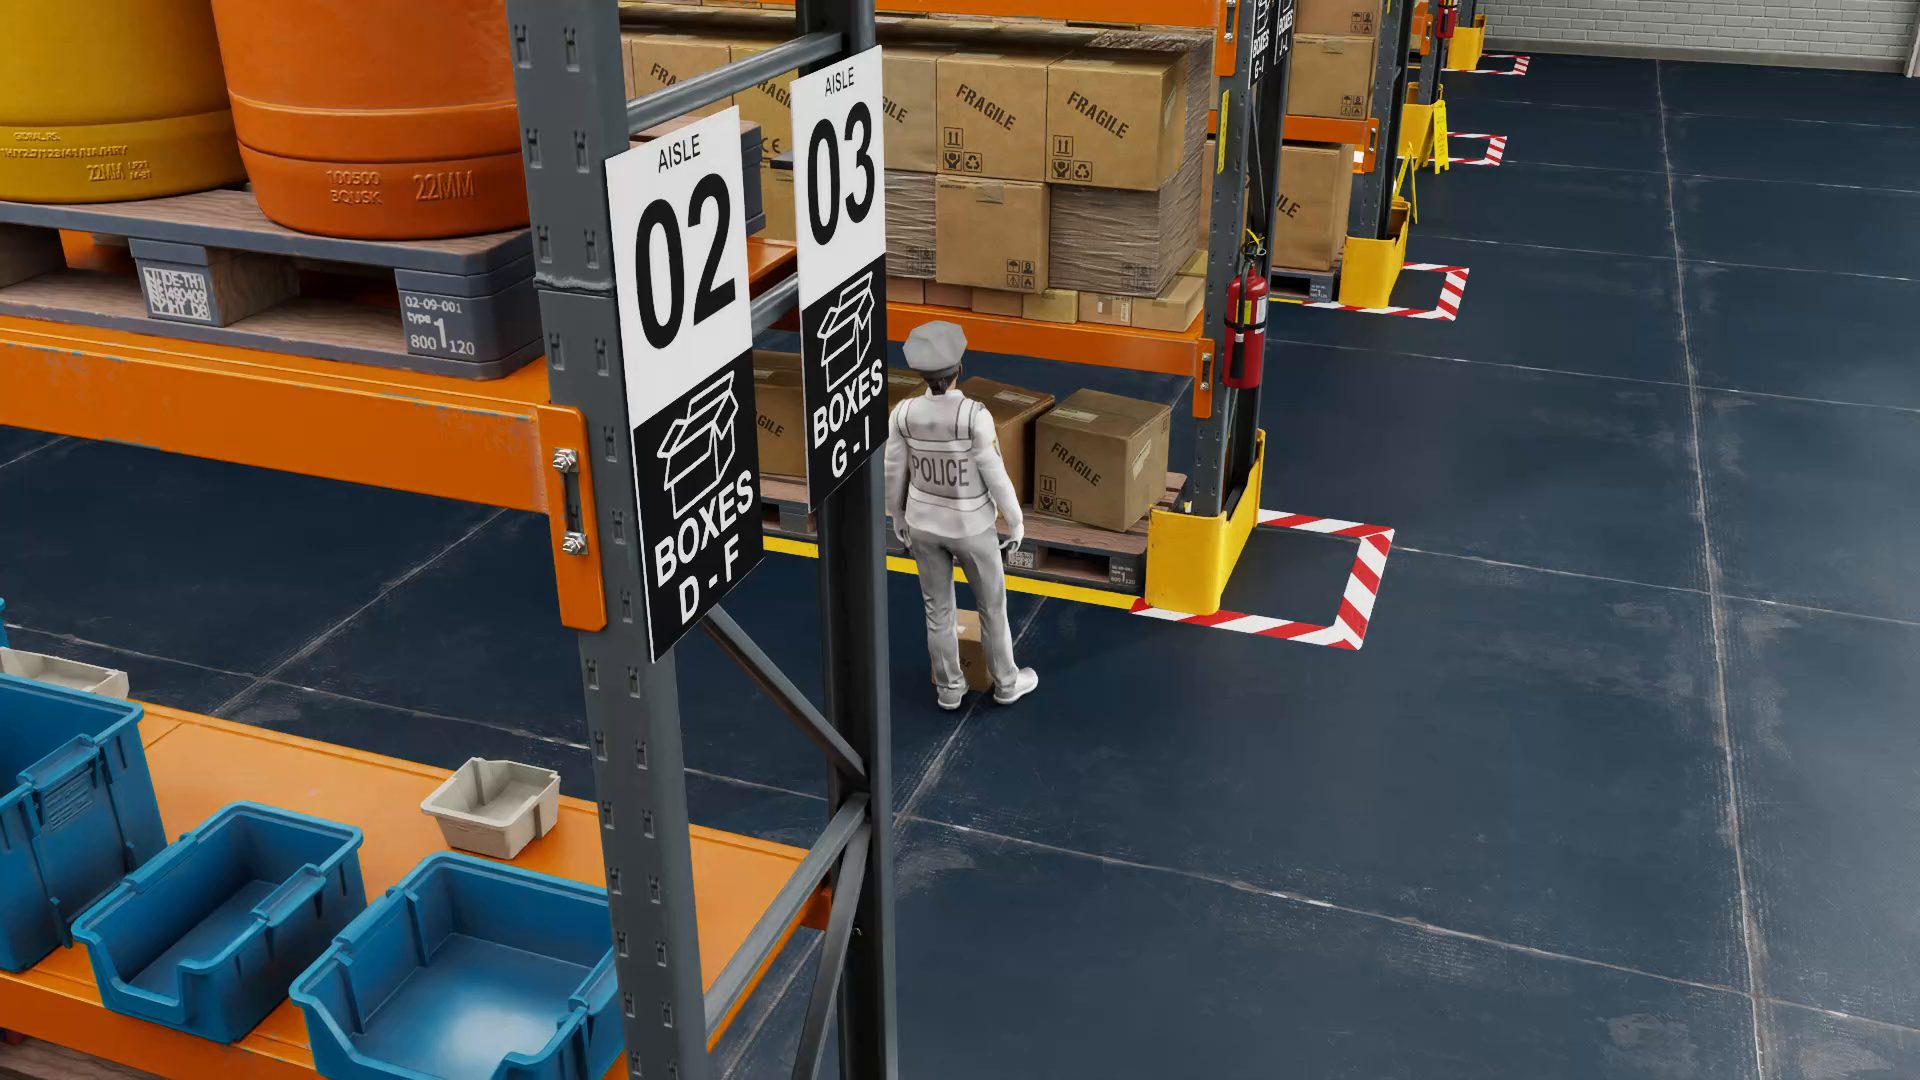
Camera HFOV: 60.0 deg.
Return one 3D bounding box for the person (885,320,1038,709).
[{"bbox_3d":[-0.007,-0.091,6.740,0.587,1.695,0.531,9,27,18],"label":"person"}]
